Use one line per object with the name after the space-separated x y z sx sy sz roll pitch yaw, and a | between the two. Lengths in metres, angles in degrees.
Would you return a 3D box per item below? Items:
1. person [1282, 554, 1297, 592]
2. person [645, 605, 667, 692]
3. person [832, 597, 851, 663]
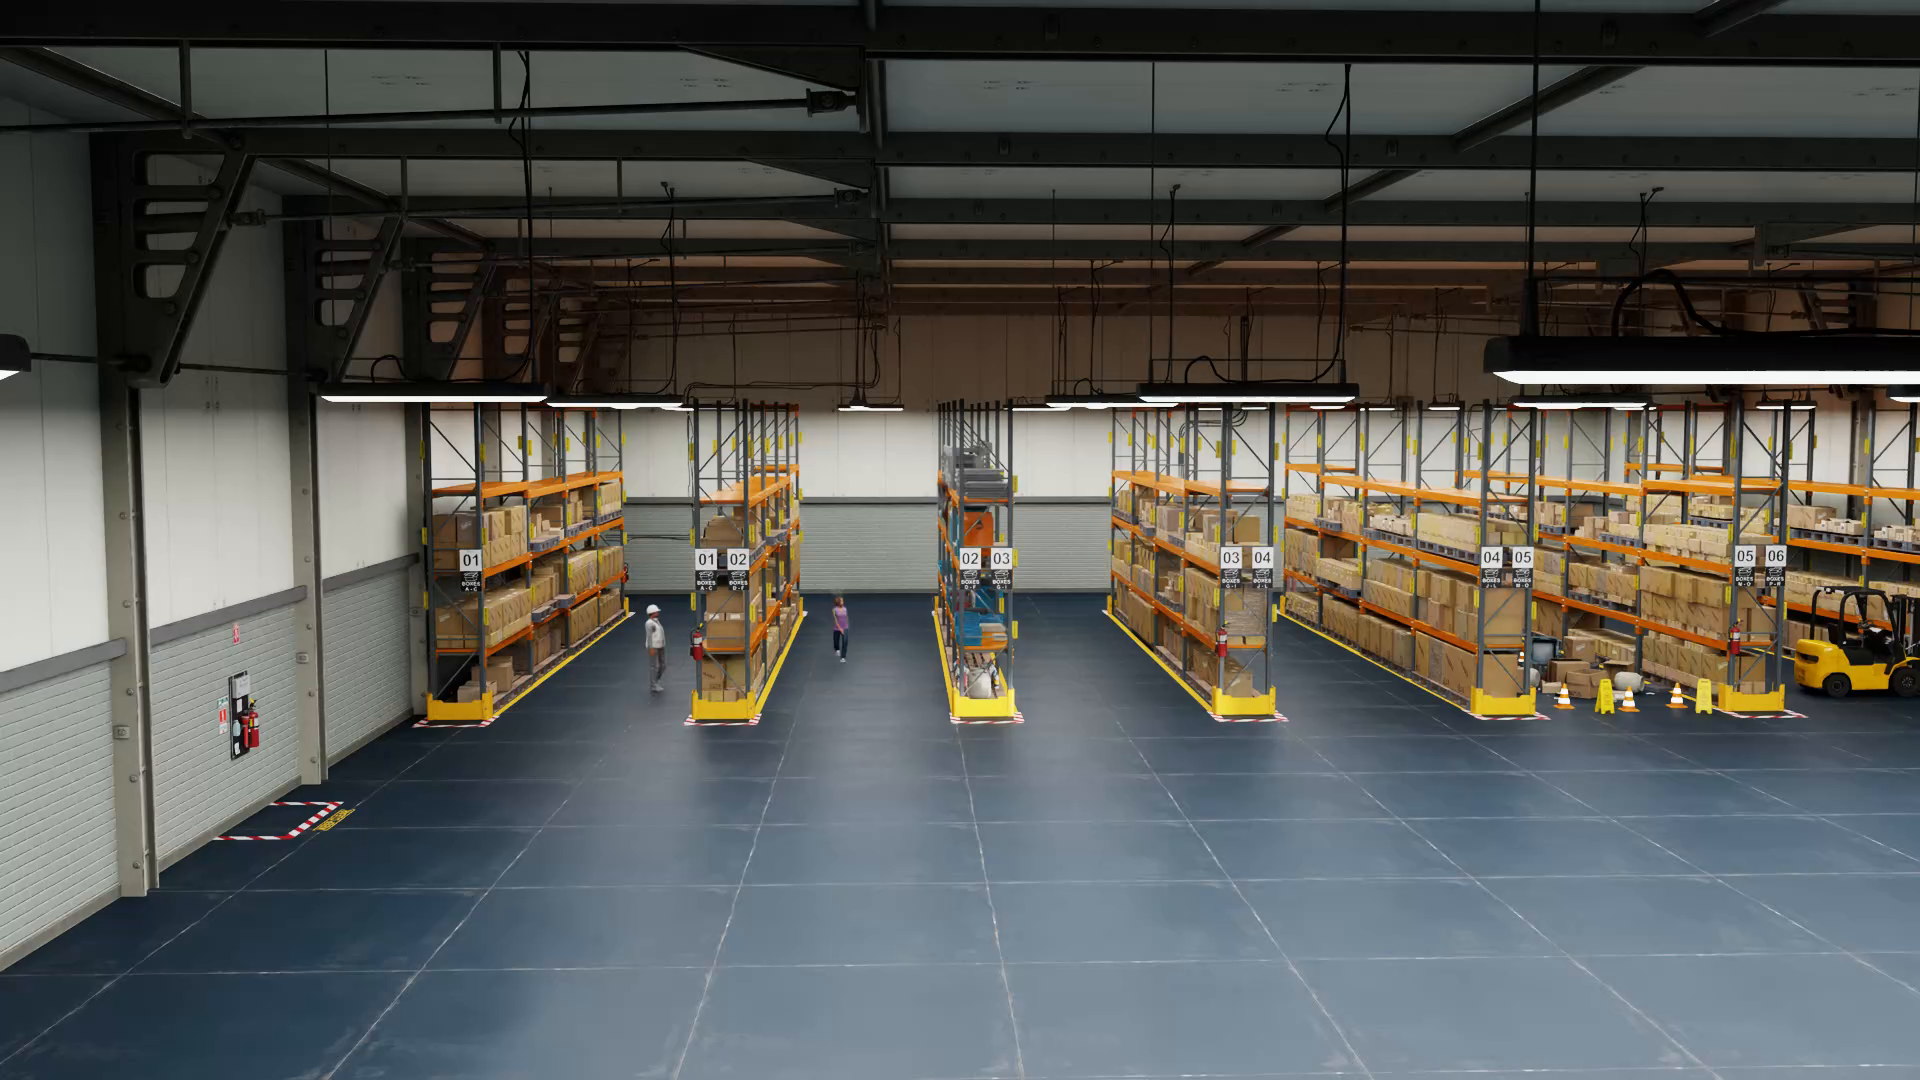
10.324 0.958 51.911 0.494 1.680 0.440 -1 4 -8 | person
-6.303 2.233 34.464 0.494 1.789 0.599 2 5 20 | person
-2.725 2.057 38.393 0.432 1.482 0.822 -1 4 -9 | person
